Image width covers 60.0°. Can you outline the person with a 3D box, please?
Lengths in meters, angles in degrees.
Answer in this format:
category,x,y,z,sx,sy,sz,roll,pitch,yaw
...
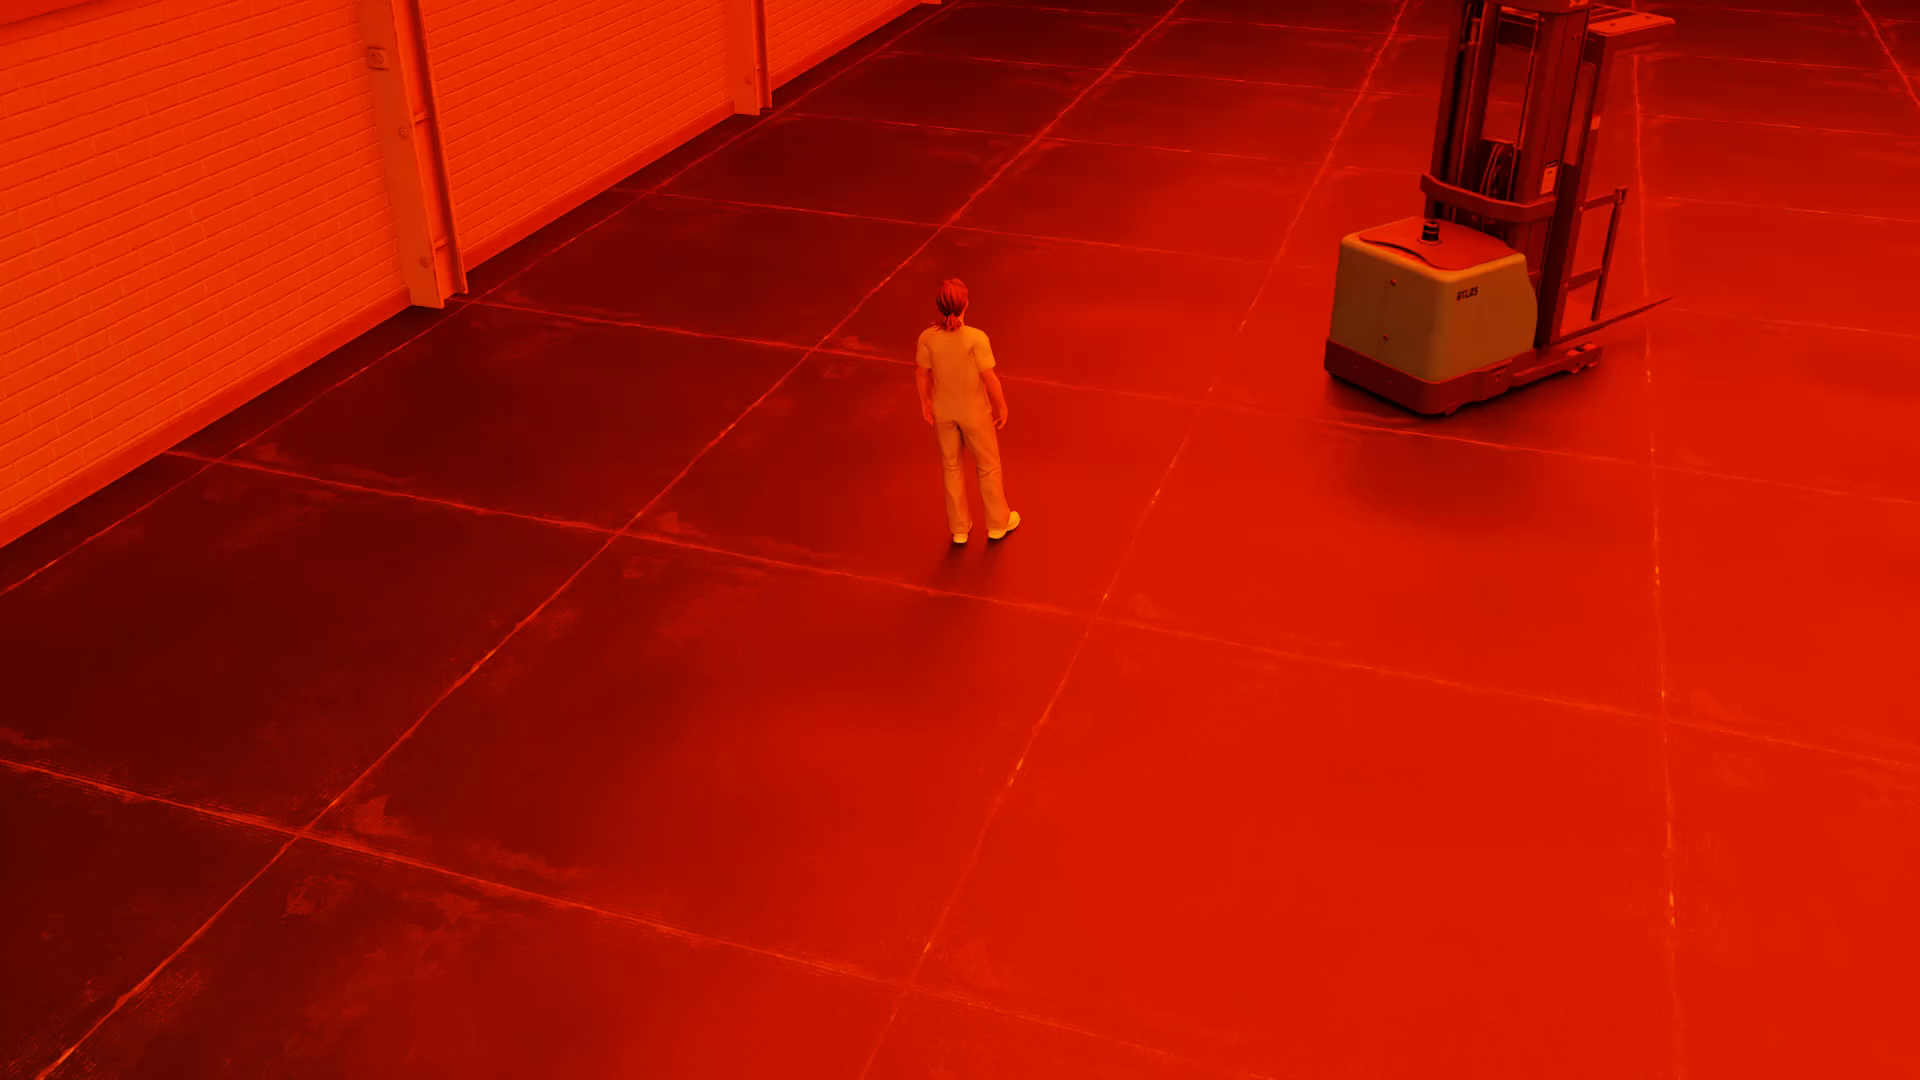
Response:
category,x,y,z,sx,sy,sz,roll,pitch,yaw
person,0.037,-0.767,9.734,0.549,1.675,0.549,10,31,16

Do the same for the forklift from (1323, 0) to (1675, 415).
category,x,y,z,sx,sy,sz,roll,pitch,yaw
forklift,4.156,-2.699,11.872,3.031,2.935,1.130,-19,35,-30
